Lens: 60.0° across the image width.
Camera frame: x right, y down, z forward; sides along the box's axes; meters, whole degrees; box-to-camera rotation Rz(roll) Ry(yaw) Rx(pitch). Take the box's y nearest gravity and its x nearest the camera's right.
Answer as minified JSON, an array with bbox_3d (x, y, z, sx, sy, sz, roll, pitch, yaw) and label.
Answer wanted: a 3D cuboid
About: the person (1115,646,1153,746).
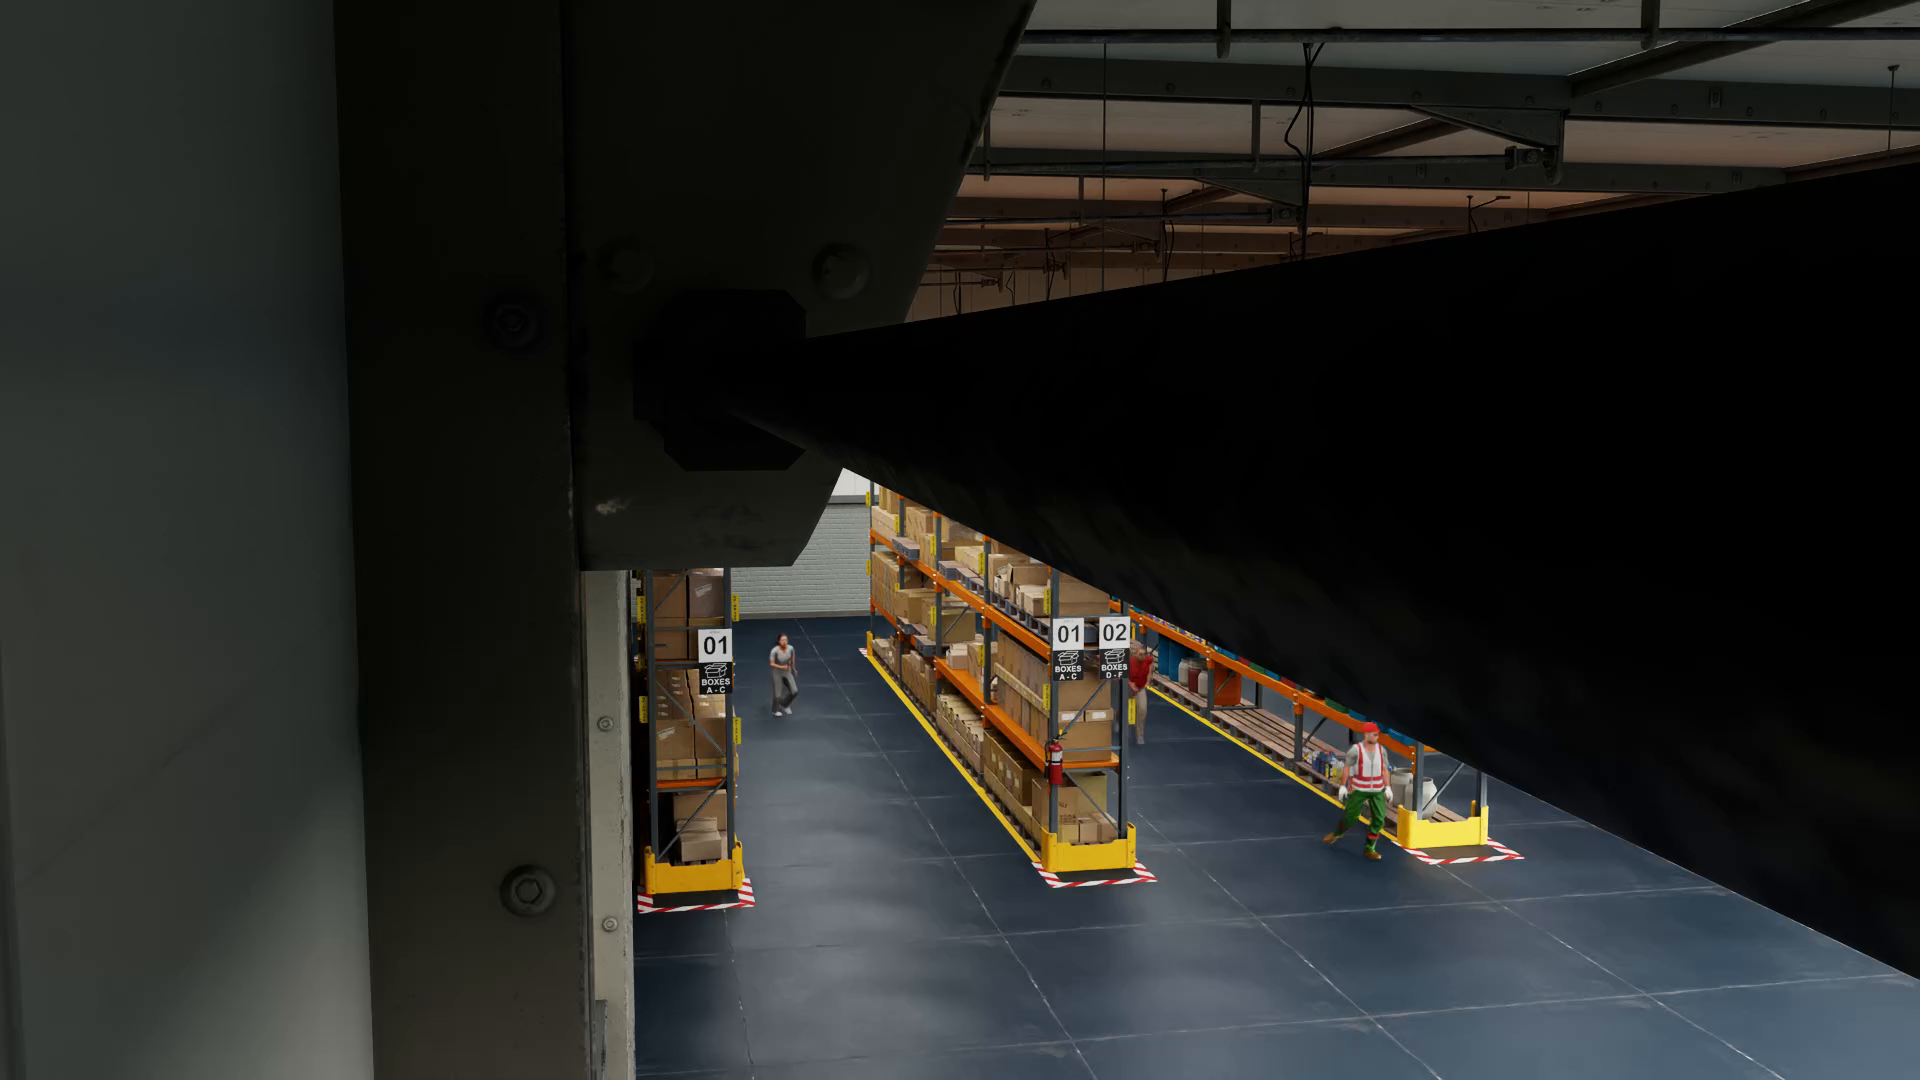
[{"bbox_3d":[2.914,2.589,28.256,0.703,1.694,1.024,-2,6,-22],"label":"person"}]

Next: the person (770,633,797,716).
[{"bbox_3d":[-3.184,2.432,29.926,0.569,1.563,0.812,-3,7,-28],"label":"person"}]

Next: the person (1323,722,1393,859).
[{"bbox_3d":[5.148,3.203,21.486,0.779,1.759,0.641,-1,6,-7],"label":"person"}]
